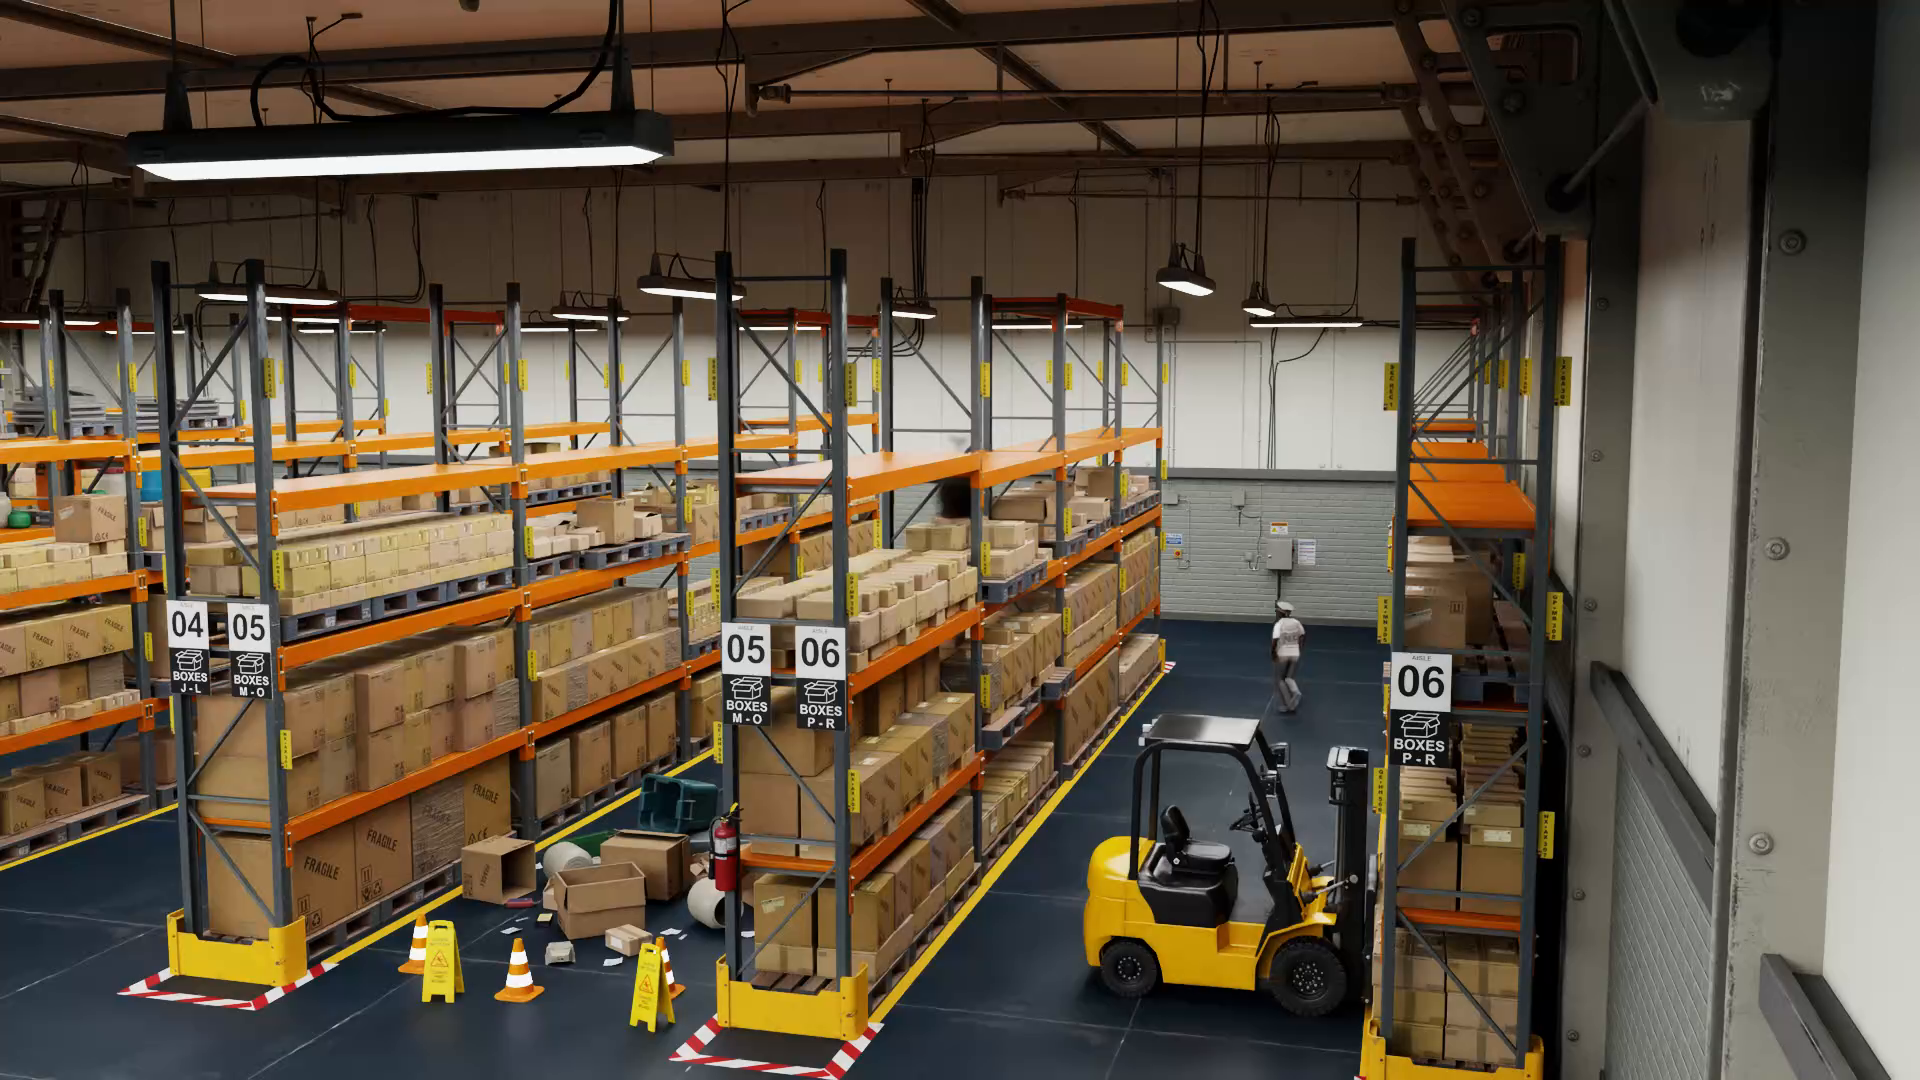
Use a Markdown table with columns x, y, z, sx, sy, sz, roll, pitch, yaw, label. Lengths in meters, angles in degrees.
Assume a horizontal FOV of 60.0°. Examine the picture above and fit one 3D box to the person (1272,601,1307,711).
| x | y | z | sx | sy | sz | roll | pitch | yaw | label |
| --- | --- | --- | --- | --- | --- | --- | --- | --- | --- |
| 4.901 | 1.753 | 24.686 | 0.620 | 1.654 | 0.556 | -2 | 6 | -18 | person |
